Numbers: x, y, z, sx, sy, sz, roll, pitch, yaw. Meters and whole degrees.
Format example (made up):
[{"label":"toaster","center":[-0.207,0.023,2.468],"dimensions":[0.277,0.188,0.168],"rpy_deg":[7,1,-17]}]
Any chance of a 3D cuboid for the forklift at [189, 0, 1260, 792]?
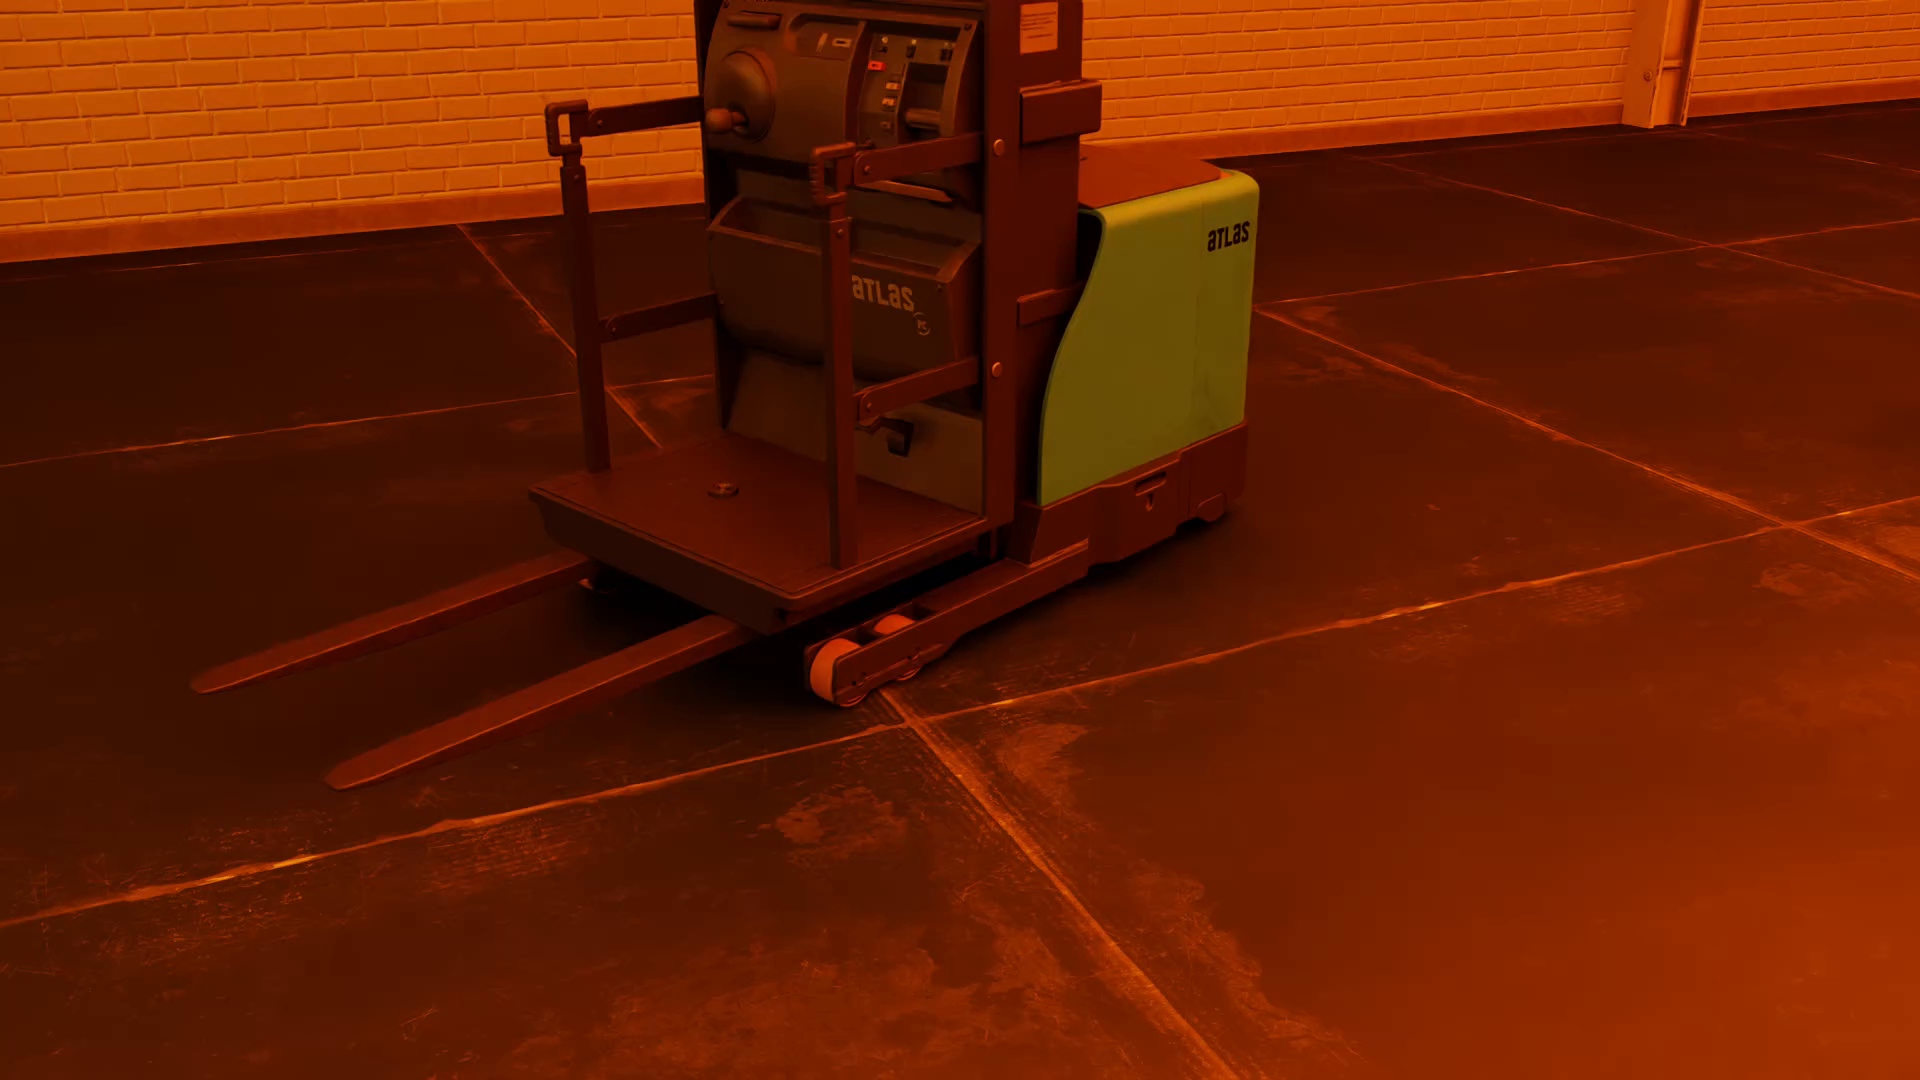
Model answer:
[{"label":"forklift","center":[-0.464,-1.161,4.081],"dimensions":[1.130,2.935,3.031],"rpy_deg":[19,29,39]}]
